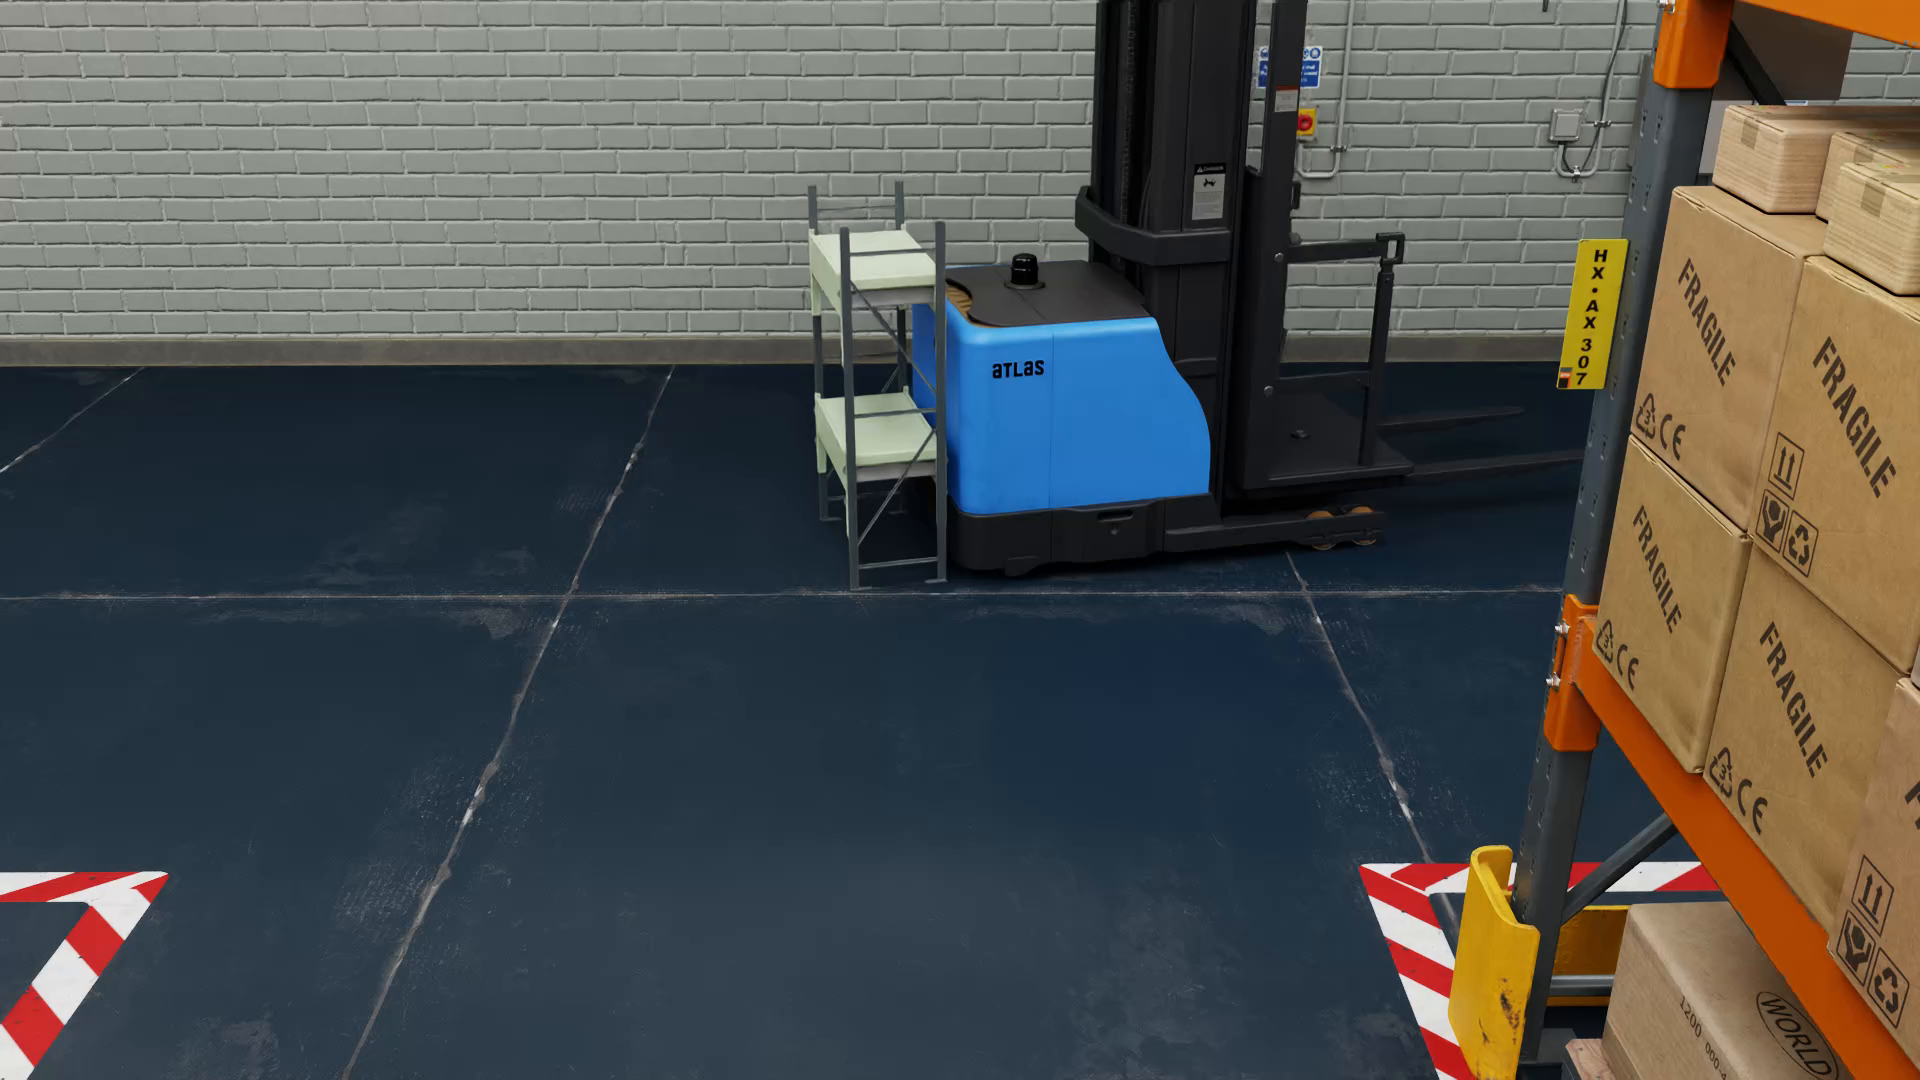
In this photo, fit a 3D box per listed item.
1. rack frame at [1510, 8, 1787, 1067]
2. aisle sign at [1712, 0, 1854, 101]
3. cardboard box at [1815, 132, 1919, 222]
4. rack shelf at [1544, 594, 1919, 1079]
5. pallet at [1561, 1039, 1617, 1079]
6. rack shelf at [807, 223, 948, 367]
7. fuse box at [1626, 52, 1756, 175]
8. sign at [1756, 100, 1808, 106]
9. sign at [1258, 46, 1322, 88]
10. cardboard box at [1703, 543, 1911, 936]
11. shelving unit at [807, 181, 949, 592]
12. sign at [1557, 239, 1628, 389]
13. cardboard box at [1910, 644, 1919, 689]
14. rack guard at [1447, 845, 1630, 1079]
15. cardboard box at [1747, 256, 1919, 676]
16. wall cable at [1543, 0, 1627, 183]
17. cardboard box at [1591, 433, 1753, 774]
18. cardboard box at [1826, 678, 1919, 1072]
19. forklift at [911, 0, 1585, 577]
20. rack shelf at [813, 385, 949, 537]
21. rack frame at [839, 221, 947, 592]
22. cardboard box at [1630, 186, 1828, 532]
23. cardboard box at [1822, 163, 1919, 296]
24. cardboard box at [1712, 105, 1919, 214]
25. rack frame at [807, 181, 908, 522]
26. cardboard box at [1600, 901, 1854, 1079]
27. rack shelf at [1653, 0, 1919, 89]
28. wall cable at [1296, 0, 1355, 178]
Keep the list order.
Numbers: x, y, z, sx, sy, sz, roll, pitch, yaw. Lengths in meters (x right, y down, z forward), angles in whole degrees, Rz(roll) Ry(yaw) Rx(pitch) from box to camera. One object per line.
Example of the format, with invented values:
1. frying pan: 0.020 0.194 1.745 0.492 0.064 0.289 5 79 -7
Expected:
1. rack frame: 1.889 -0.043 3.706 1.000 3.000 0.127 0 24 -1
2. aisle sign: 1.598 -1.256 3.233 0.394 0.787 0.004 0 24 -1
3. cardboard box: 1.690 -0.585 2.782 0.380 0.149 0.250 0 24 1
4. rack shelf: 1.911 1.108 2.032 1.077 0.370 4.000 0 24 -1
5. pallet: 1.976 1.556 3.553 1.003 0.211 1.213 0 24 -1
6. rack shelf: -0.341 -0.996 6.686 0.431 0.370 0.720 -6 25 -13
7. fuse box: 3.906 -1.729 8.997 0.539 1.711 0.414 0 24 -1
8. sign: 4.398 -2.360 8.944 0.329 0.494 0.001 0 24 -1
9. sign: 1.755 -2.515 8.843 0.327 0.218 0.001 0 24 -1
10. cardboard box: 1.641 0.318 2.785 0.500 0.500 0.500 -1 24 -1
11. shelving unit: -0.341 -0.641 6.847 0.431 1.500 0.755 -6 25 -13
12. sign: 1.334 -0.474 3.511 0.100 0.325 0.005 0 24 -1
13. cardboard box: 1.635 0.079 2.100 0.500 0.500 0.500 0 24 -1
14. rack guard: 1.889 1.086 4.243 1.175 0.500 0.348 0 24 -1
15. cardboard box: 1.622 -0.133 2.569 0.500 0.500 0.500 -1 24 -2
16. wall cable: 3.222 -2.841 8.659 0.588 1.984 0.122 0 24 -1
17. cardboard box: 1.607 0.110 3.245 0.500 0.500 0.500 0 24 -1
18. cardboard box: 1.628 0.528 2.321 0.500 0.500 0.500 0 24 -1
19. forklift: 1.351 -1.497 7.002 3.031 2.935 1.130 -6 25 -13
20. rack shelf: -0.341 -0.344 6.981 0.431 0.370 0.720 -6 25 -13
21. rack frame: -0.252 -0.495 6.524 0.400 1.500 0.023 -6 25 -13
22. cardboard box: 1.609 -0.346 3.039 0.500 0.500 0.500 -1 24 -2
23. cardboard box: 1.578 -0.477 2.544 0.380 0.149 0.250 0 24 1
24. cardboard box: 1.616 -0.693 3.020 0.380 0.149 0.250 0 24 1
25. rack frame: -0.430 -0.787 7.171 0.400 1.500 0.023 -6 25 -13
26. cardboard box: 1.996 1.204 3.547 0.875 0.438 0.875 -1 24 -2
27. rack shelf: 1.911 -0.258 1.414 1.077 0.370 4.000 0 24 -1
28. wall cable: 1.804 -2.844 8.627 0.585 1.953 0.123 0 24 -1
